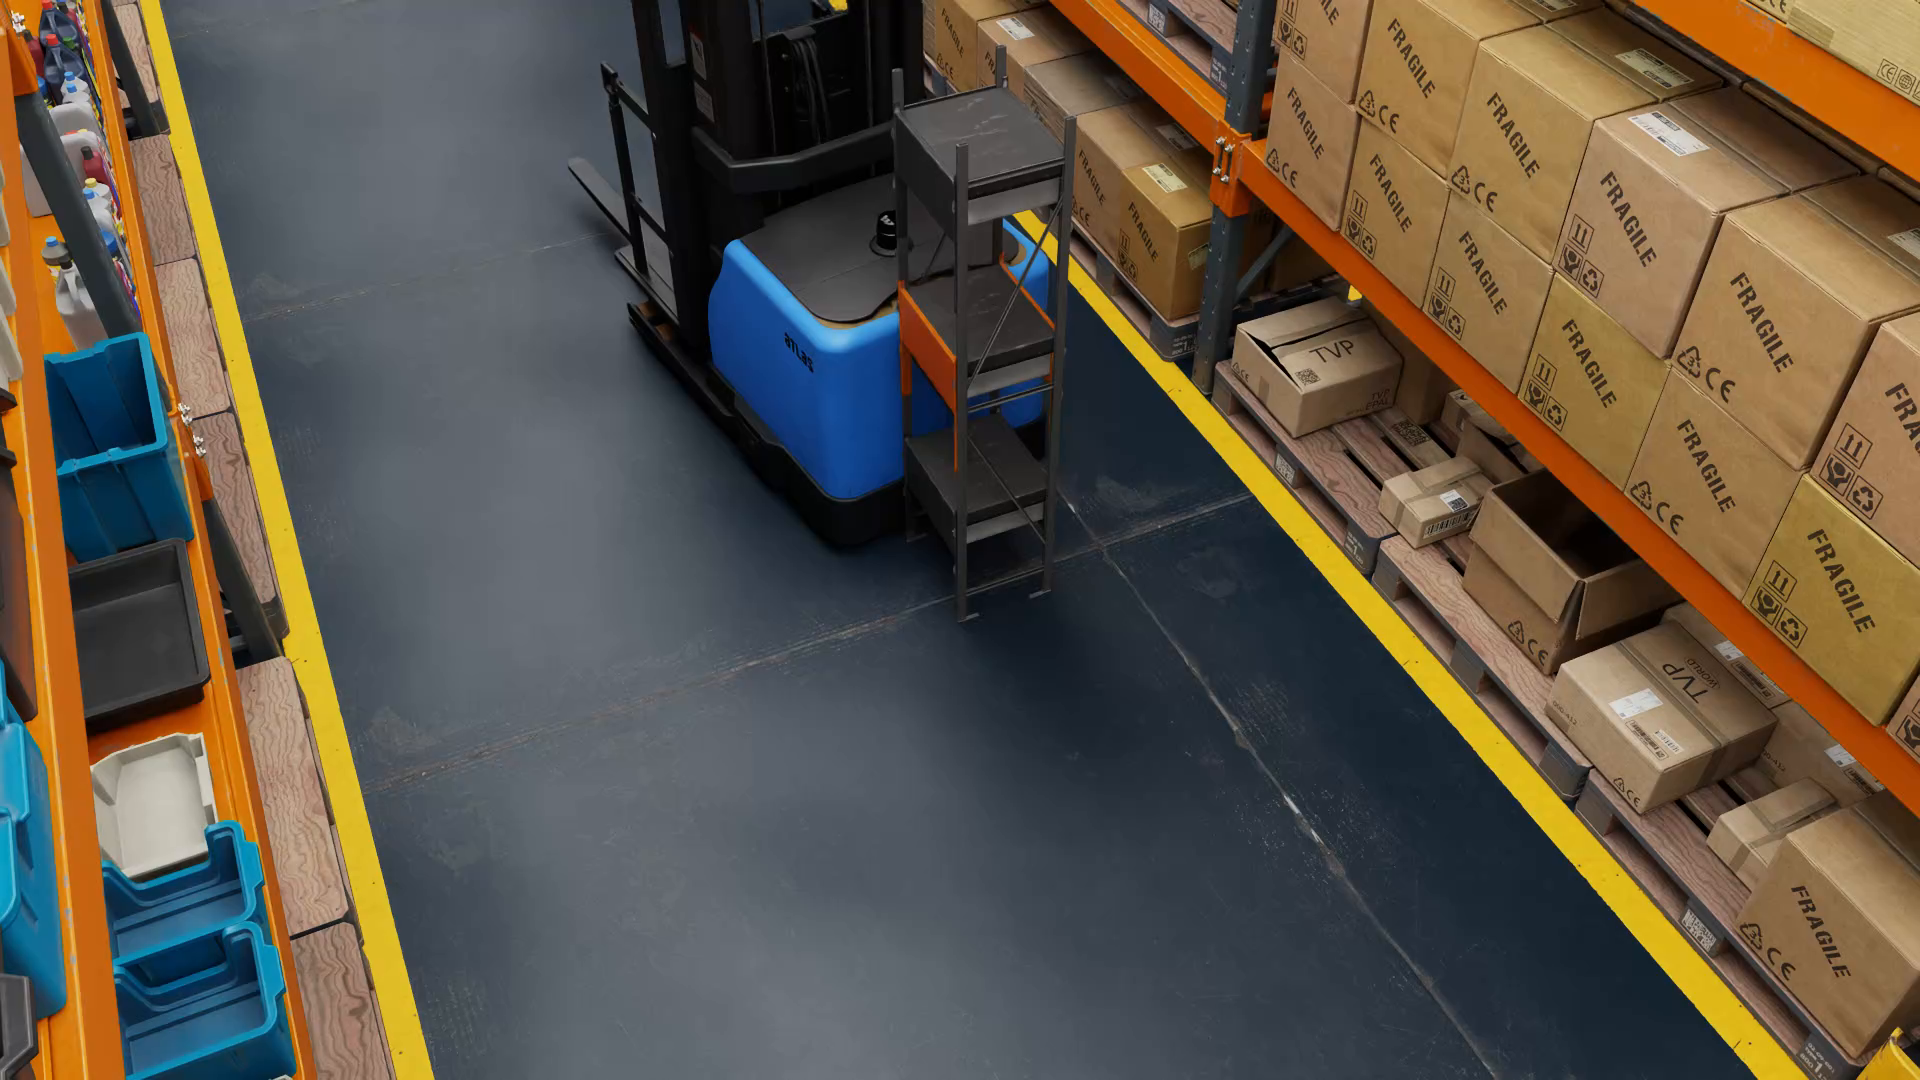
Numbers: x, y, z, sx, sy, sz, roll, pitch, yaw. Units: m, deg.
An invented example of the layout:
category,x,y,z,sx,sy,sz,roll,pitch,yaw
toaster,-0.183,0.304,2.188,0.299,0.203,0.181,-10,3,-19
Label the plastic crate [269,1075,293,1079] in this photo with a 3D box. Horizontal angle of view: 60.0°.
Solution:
category,x,y,z,sx,sy,sz,roll,pitch,yaw
plastic crate,-1.449,1.277,3.465,0.250,0.136,0.298,-18,47,-17

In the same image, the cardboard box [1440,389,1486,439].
category,x,y,z,sx,sy,sz,roll,pitch,yaw
cardboard box,2.225,-0.530,6.868,0.380,0.149,0.250,-18,47,-17

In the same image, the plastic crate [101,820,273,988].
category,x,y,z,sx,sy,sz,roll,pitch,yaw
plastic crate,-1.783,0.874,3.805,0.416,0.233,0.300,-18,47,-17

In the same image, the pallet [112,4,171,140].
category,x,y,z,sx,sy,sz,roll,pitch,yaw
pallet,-4.953,-2.490,9.123,1.003,0.211,1.213,-18,47,-17

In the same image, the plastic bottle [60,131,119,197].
category,x,y,z,sx,sy,sz,roll,pitch,yaw
plastic bottle,-3.219,-1.382,6.103,0.152,0.276,0.135,-18,47,-17

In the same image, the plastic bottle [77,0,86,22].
category,x,y,z,sx,sy,sz,roll,pitch,yaw
plastic bottle,-3.812,-2.326,7.063,0.097,0.271,0.097,0,45,0

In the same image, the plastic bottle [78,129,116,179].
category,x,y,z,sx,sy,sz,roll,pitch,yaw
plastic bottle,-3.243,-1.437,6.212,0.097,0.201,0.097,0,45,0

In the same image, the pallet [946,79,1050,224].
category,x,y,z,sx,sy,sz,roll,pitch,yaw
pallet,0.622,-2.182,8.811,1.003,0.211,1.213,-18,47,-17

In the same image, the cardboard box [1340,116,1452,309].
category,x,y,z,sx,sy,sz,roll,pitch,yaw
cardboard box,1.701,-1.194,5.753,0.500,0.500,0.500,-17,47,-17

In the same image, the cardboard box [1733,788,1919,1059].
category,x,y,z,sx,sy,sz,roll,pitch,yaw
cardboard box,2.745,1.119,4.946,0.500,0.500,0.500,-18,47,-17

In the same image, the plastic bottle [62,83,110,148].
category,x,y,z,sx,sy,sz,roll,pitch,yaw
plastic bottle,-3.340,-1.610,6.338,0.097,0.271,0.097,0,45,0

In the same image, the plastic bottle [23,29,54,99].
category,x,y,z,sx,sy,sz,roll,pitch,yaw
plastic bottle,-3.678,-1.916,6.639,0.061,0.283,0.133,-18,47,-17

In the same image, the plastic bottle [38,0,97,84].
category,x,y,z,sx,sy,sz,roll,pitch,yaw
plastic bottle,-3.595,-1.986,6.662,0.144,0.351,0.185,-18,47,-17

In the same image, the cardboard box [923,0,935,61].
category,x,y,z,sx,sy,sz,roll,pitch,yaw
cardboard box,-0.009,-2.998,9.120,0.500,0.500,0.500,-20,48,-19

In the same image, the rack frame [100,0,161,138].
category,x,y,z,sx,sy,sz,roll,pitch,yaw
rack frame,-4.662,-2.978,7.632,1.000,3.000,0.127,-18,47,-17

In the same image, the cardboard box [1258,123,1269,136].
category,x,y,z,sx,sy,sz,roll,pitch,yaw
cardboard box,1.299,-1.873,7.979,0.500,0.500,0.500,-17,47,-17

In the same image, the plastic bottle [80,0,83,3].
category,x,y,z,sx,sy,sz,roll,pitch,yaw
plastic bottle,-3.894,-2.450,7.189,0.097,0.271,0.097,0,45,0

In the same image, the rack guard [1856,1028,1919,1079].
category,x,y,z,sx,sy,sz,roll,pitch,yaw
rack guard,3.165,1.501,4.872,1.175,0.500,0.348,-18,47,-17

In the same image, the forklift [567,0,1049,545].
category,x,y,z,sx,sy,sz,roll,pitch,yaw
forklift,-0.869,-2.033,6.724,1.130,2.935,3.031,-25,50,-23

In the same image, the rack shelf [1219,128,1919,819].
category,x,y,z,sx,sy,sz,roll,pitch,yaw
rack shelf,2.356,-0.358,5.490,1.077,0.370,4.000,-18,47,-17

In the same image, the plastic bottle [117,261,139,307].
category,x,y,z,sx,sy,sz,roll,pitch,yaw
plastic bottle,-2.869,-0.871,5.638,0.097,0.201,0.097,0,45,0

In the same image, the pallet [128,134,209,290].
category,x,y,z,sx,sy,sz,roll,pitch,yaw
pallet,-4.293,-1.495,8.115,1.003,0.211,1.213,-18,47,-17

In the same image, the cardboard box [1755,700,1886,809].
category,x,y,z,sx,sy,sz,roll,pitch,yaw
cardboard box,3.016,0.733,5.516,0.500,0.250,0.500,-18,47,-17

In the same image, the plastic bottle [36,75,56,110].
category,x,y,z,sx,sy,sz,roll,pitch,yaw
plastic bottle,-3.553,-1.692,6.420,0.097,0.271,0.097,0,45,0

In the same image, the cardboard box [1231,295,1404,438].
category,x,y,z,sx,sy,sz,roll,pitch,yaw
cardboard box,1.496,-0.757,6.983,0.500,0.311,0.500,-18,47,-17

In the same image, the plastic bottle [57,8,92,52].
category,x,y,z,sx,sy,sz,roll,pitch,yaw
plastic bottle,-3.690,-2.115,6.899,0.097,0.201,0.097,0,45,0

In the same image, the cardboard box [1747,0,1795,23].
category,x,y,z,sx,sy,sz,roll,pitch,yaw
cardboard box,2.124,-1.564,4.170,0.500,0.250,0.500,-18,47,-17

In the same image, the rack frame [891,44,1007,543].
category,x,y,z,sx,sy,sz,roll,pitch,yaw
rack frame,-0.033,-0.797,6.063,0.400,2.100,0.015,-18,47,-17

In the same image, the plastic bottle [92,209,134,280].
category,x,y,z,sx,sy,sz,roll,pitch,yaw
plastic bottle,-2.983,-1.025,5.742,0.152,0.276,0.135,-18,47,-17

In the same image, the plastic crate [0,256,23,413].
category,x,y,z,sx,sy,sz,roll,pitch,yaw
plastic crate,-1.950,-0.409,2.977,0.437,0.282,0.530,-18,47,-17

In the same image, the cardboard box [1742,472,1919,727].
category,x,y,z,sx,sy,sz,roll,pitch,yaw
cardboard box,2.541,0.090,4.452,0.500,0.500,0.500,-18,47,-17

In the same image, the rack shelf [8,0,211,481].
category,x,y,z,sx,sy,sz,roll,pitch,yaw
rack shelf,-3.821,-1.447,6.593,1.077,0.370,4.000,-18,47,-17

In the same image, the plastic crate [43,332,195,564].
category,x,y,z,sx,sy,sz,roll,pitch,yaw
plastic crate,-2.475,-0.247,4.834,0.392,0.384,0.575,-18,47,-17

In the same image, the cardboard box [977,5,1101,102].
category,x,y,z,sx,sy,sz,roll,pitch,yaw
cardboard box,0.421,-2.346,8.459,0.500,0.500,0.500,-20,48,-19

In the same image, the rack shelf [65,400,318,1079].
category,x,y,z,sx,sy,sz,roll,pitch,yaw
rack shelf,-2.139,1.102,4.010,1.077,0.370,4.000,-18,47,-17

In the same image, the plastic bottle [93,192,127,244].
category,x,y,z,sx,sy,sz,roll,pitch,yaw
plastic bottle,-3.048,-1.143,5.914,0.097,0.201,0.097,0,45,0

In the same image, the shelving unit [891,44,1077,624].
category,x,y,z,sx,sy,sz,roll,pitch,yaw
shelving unit,0.070,-0.642,5.906,0.431,2.100,0.503,-18,47,-17

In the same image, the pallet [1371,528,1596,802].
category,x,y,z,sx,sy,sz,roll,pitch,yaw
pallet,2.320,0.320,6.275,1.003,0.211,1.213,-18,47,-17

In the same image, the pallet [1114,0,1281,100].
category,x,y,z,sx,sy,sz,roll,pitch,yaw
pallet,1.279,-2.362,7.145,1.003,0.211,1.213,-18,47,-17

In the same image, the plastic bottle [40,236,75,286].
category,x,y,z,sx,sy,sz,roll,pitch,yaw
plastic bottle,-3.088,-0.950,5.718,0.097,0.201,0.097,0,45,0

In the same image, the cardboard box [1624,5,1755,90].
category,x,y,z,sx,sy,sz,roll,pitch,yaw
cardboard box,2.393,-1.388,5.238,0.500,0.500,0.500,-18,47,-17

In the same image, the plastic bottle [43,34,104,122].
category,x,y,z,sx,sy,sz,roll,pitch,yaw
plastic bottle,-3.462,-1.783,6.457,0.144,0.351,0.185,-18,47,-17

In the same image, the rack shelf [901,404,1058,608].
category,x,y,z,sx,sy,sz,roll,pitch,yaw
rack shelf,0.070,-0.134,6.407,0.431,0.518,0.480,-18,47,-17

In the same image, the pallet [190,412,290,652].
category,x,y,z,sx,sy,sz,roll,pitch,yaw
pallet,-3.267,0.060,6.539,1.003,0.211,1.213,-18,47,-17

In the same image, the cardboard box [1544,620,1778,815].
category,x,y,z,sx,sy,sz,roll,pitch,yaw
cardboard box,2.373,0.594,5.657,0.500,0.250,0.500,-18,47,-17

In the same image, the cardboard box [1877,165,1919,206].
category,x,y,z,sx,sy,sz,roll,pitch,yaw
cardboard box,2.817,-0.743,4.585,0.500,0.500,0.500,-17,47,-17

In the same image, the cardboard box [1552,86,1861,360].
category,x,y,z,sx,sy,sz,roll,pitch,yaw
cardboard box,2.109,-0.912,4.755,0.500,0.500,0.500,-17,47,-16

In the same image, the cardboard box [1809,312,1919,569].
category,x,y,z,sx,sy,sz,roll,pitch,yaw
cardboard box,2.548,-0.256,4.090,0.500,0.500,0.500,-17,47,-16

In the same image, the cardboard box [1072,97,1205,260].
category,x,y,z,sx,sy,sz,roll,pitch,yaw
cardboard box,0.848,-1.703,7.807,0.500,0.500,0.500,-18,47,-17

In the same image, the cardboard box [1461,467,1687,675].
category,x,y,z,sx,sy,sz,roll,pitch,yaw
cardboard box,2.310,0.039,6.039,0.797,0.503,0.637,-18,47,-17

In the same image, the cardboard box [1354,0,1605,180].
category,x,y,z,sx,sy,sz,roll,pitch,yaw
cardboard box,1.676,-1.568,5.421,0.500,0.500,0.500,-19,48,-19

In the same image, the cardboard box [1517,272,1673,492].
category,x,y,z,sx,sy,sz,roll,pitch,yaw
cardboard box,2.124,-0.551,5.101,0.500,0.500,0.500,-19,48,-18

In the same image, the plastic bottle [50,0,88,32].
category,x,y,z,sx,sy,sz,roll,pitch,yaw
plastic bottle,-3.771,-2.239,7.025,0.097,0.201,0.097,0,45,0

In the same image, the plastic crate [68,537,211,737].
category,x,y,z,sx,sy,sz,roll,pitch,yaw
plastic crate,-2.266,0.282,4.482,0.437,0.125,0.590,-18,47,-17

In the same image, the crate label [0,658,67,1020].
category,x,y,z,sx,sy,sz,roll,pitch,yaw
crate label,-1.393,0.422,2.157,0.408,0.251,0.502,-18,47,-17

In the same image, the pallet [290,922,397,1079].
category,x,y,z,sx,sy,sz,roll,pitch,yaw
pallet,-2.119,1.800,4.776,1.003,0.211,1.213,-18,47,-17
